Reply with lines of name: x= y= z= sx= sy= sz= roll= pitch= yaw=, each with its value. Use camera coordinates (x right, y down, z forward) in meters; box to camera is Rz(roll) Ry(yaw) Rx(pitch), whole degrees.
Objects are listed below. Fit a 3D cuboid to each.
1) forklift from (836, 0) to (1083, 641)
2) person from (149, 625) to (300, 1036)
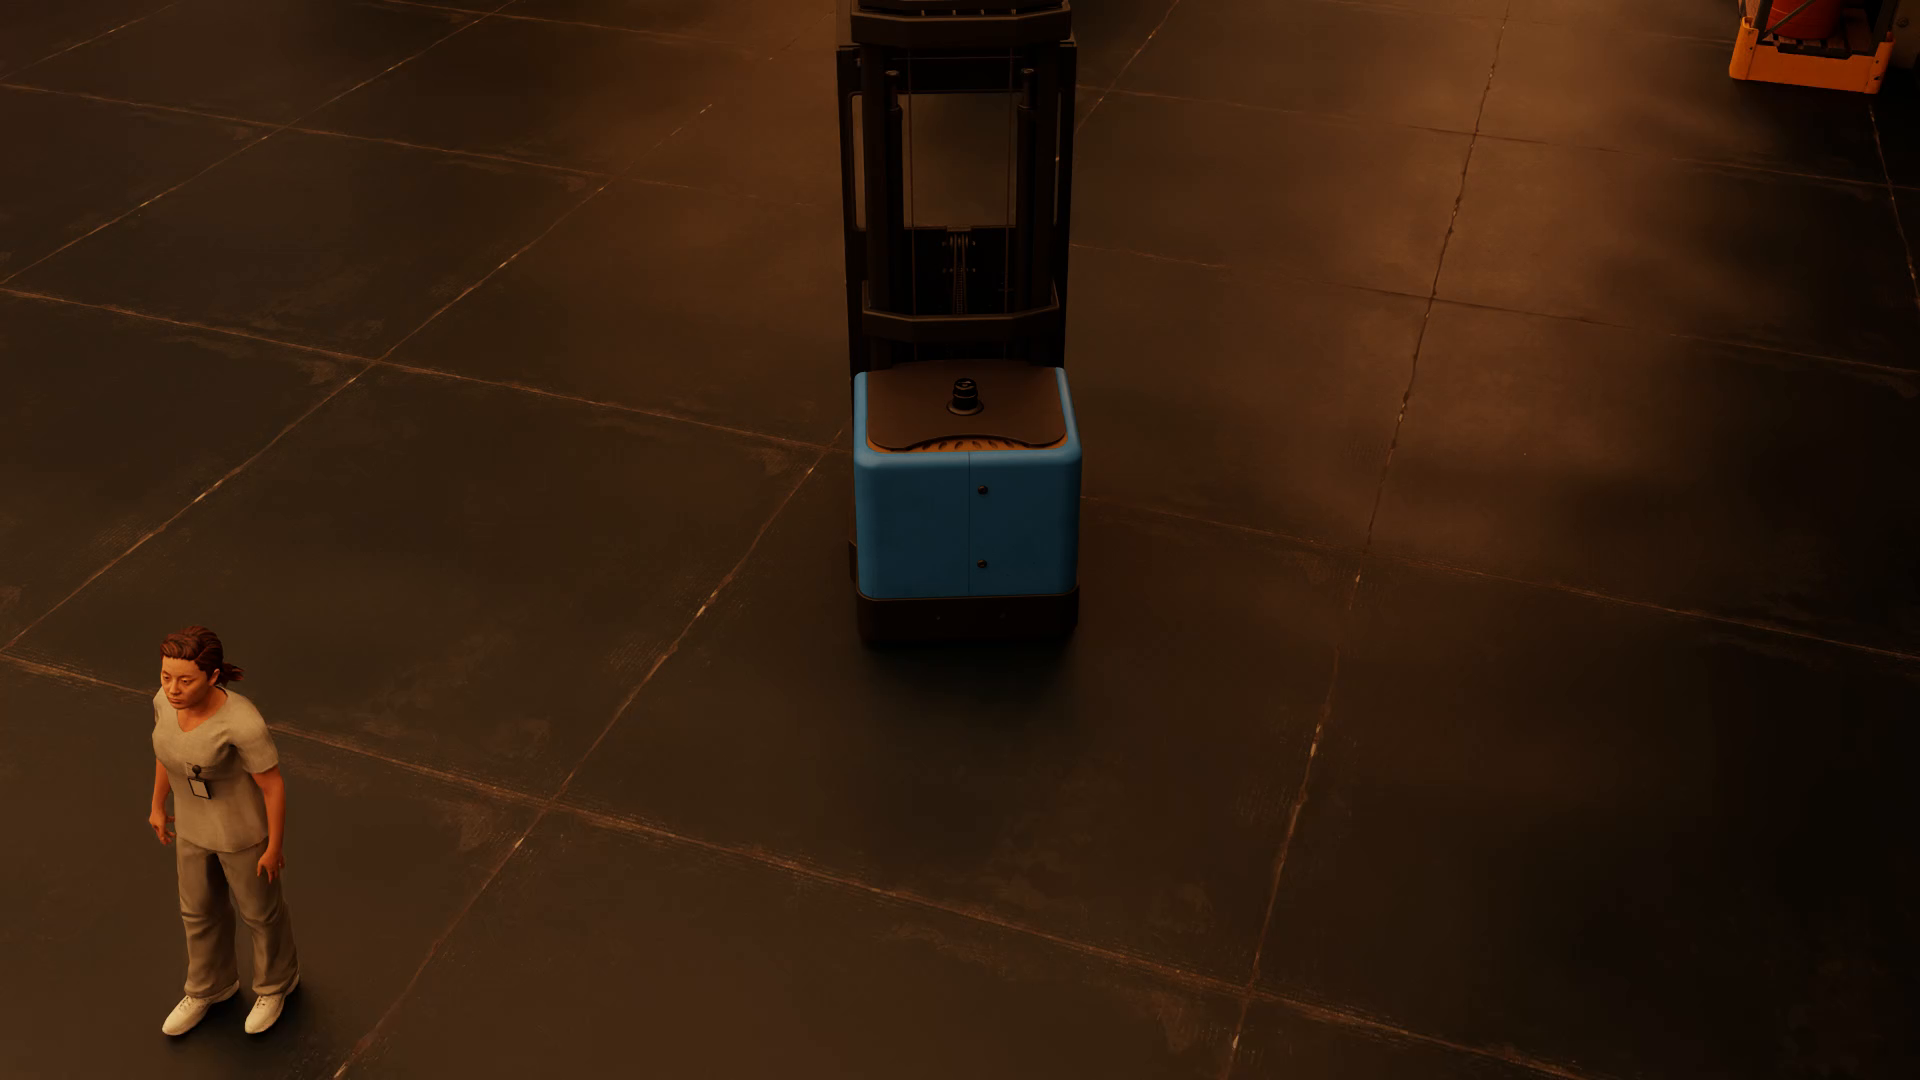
forklift: x=-0.029 y=-1.547 z=8.293 sx=1.130 sy=2.935 sz=3.031 roll=-2 pitch=35 yaw=-2
person: x=-2.575 y=1.036 z=5.721 sx=0.549 sy=1.674 sz=0.548 roll=12 pitch=37 yaw=16
